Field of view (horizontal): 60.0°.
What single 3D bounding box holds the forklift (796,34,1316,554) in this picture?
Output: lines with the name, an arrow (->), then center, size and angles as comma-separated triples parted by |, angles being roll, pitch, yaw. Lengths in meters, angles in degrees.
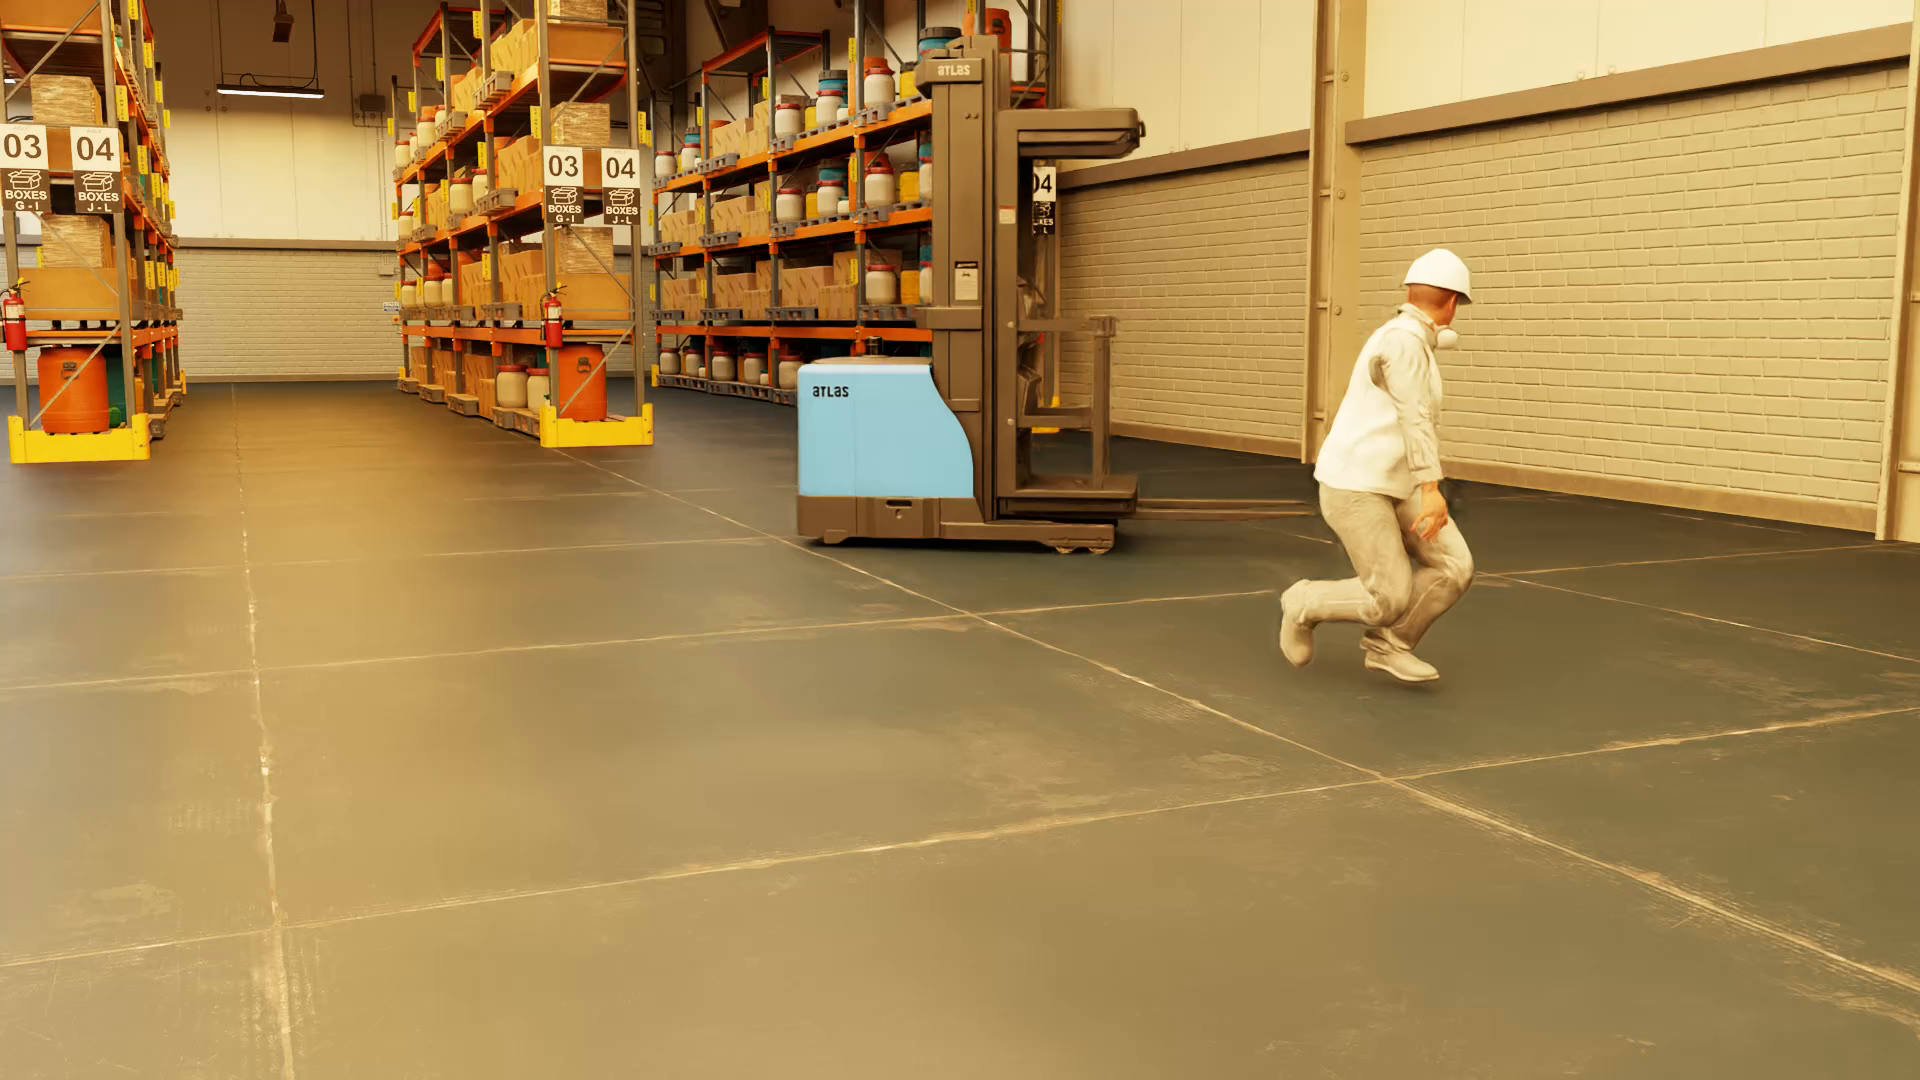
forklift -> 0.588, -1.448, 9.922 | 3.031, 2.935, 1.130 | 1, 8, 7

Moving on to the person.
person -> 1.523, -0.271, 6.028 | 0.703, 1.544, 0.688 | 5, 9, 32
